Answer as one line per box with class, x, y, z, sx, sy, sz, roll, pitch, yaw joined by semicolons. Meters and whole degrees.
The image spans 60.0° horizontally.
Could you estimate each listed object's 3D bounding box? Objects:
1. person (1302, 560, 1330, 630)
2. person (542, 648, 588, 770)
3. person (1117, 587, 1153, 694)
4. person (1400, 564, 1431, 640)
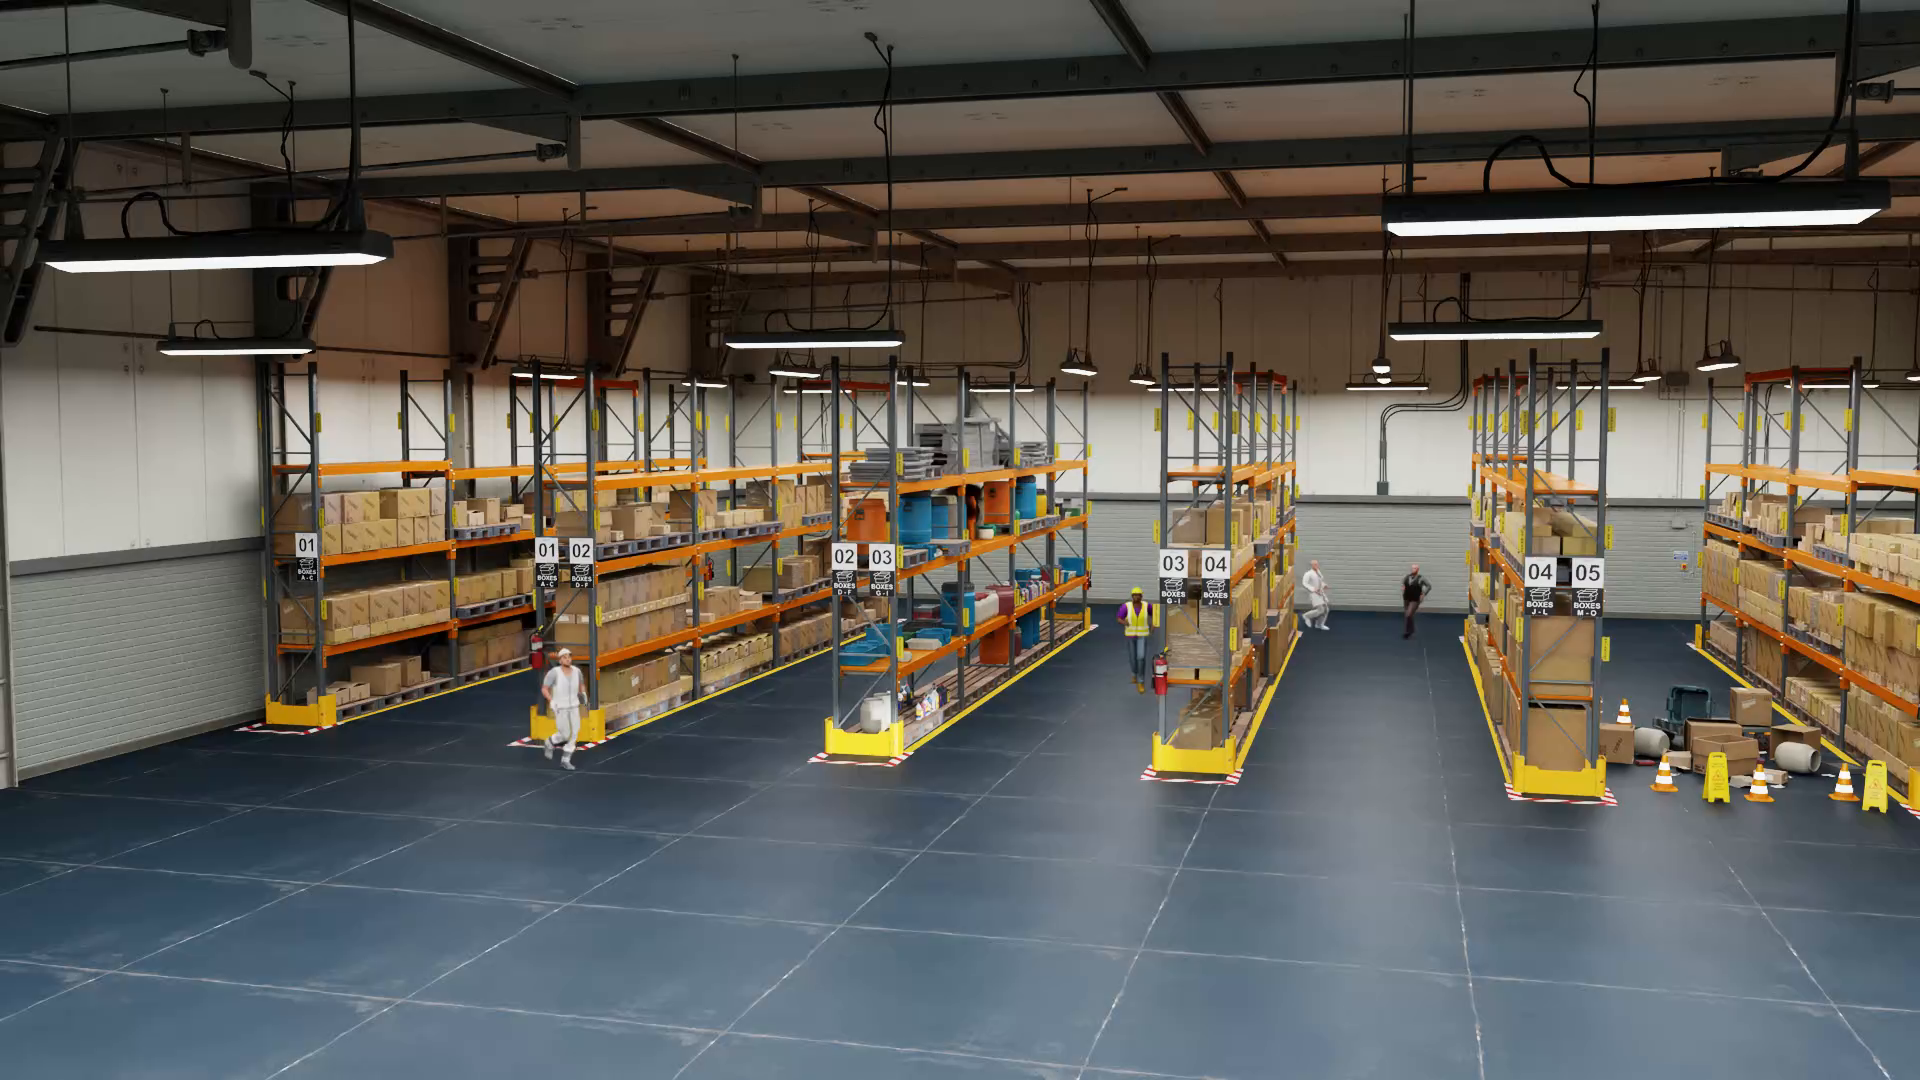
person;8.595;1.350;40.291;0.623;1.666;0.718;3;5;41
person;-5.729;2.437;24.156;0.650;1.755;0.647;-4;5;-41
person;3.133;1.769;29.654;0.676;1.872;0.746;1;4;10
person;10.507;1.447;38.505;0.734;1.781;0.676;-3;5;-41
